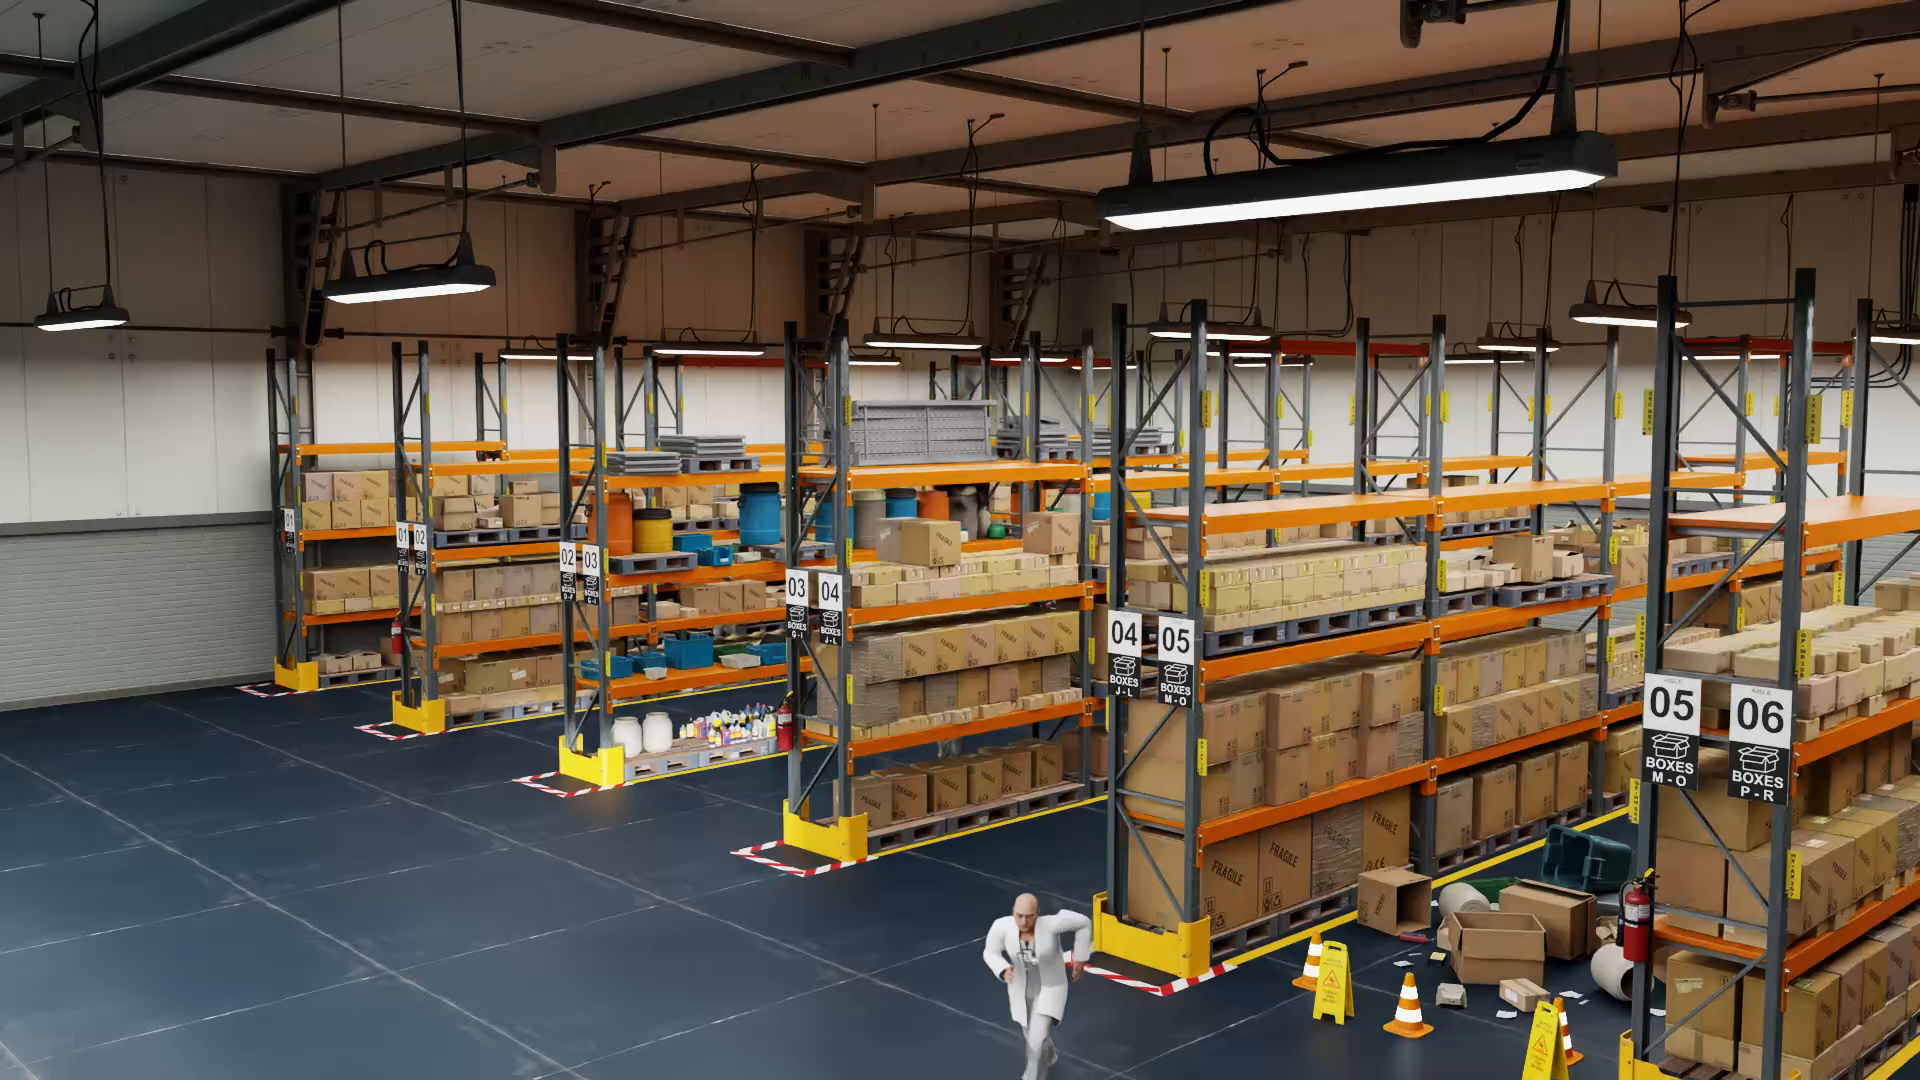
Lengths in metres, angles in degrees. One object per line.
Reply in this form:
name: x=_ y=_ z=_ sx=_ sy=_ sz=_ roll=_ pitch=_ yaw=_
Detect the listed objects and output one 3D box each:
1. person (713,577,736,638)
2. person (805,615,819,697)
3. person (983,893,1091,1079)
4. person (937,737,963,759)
person: x=-4.478 y=1.505 z=31.931 sx=0.668 sy=1.788 sz=1.003 roll=4 pitch=6 yaw=39
person: x=-2.555 y=1.848 z=28.483 sx=0.711 sy=1.742 sz=1.002 roll=4 pitch=6 yaw=37
person: x=0.579 y=3.317 z=12.072 sx=0.753 sy=1.734 sz=1.072 roll=1 pitch=5 yaw=15
person: x=-0.186 y=2.320 z=23.467 sx=0.580 sy=1.658 sz=0.638 roll=5 pitch=7 yaw=43
